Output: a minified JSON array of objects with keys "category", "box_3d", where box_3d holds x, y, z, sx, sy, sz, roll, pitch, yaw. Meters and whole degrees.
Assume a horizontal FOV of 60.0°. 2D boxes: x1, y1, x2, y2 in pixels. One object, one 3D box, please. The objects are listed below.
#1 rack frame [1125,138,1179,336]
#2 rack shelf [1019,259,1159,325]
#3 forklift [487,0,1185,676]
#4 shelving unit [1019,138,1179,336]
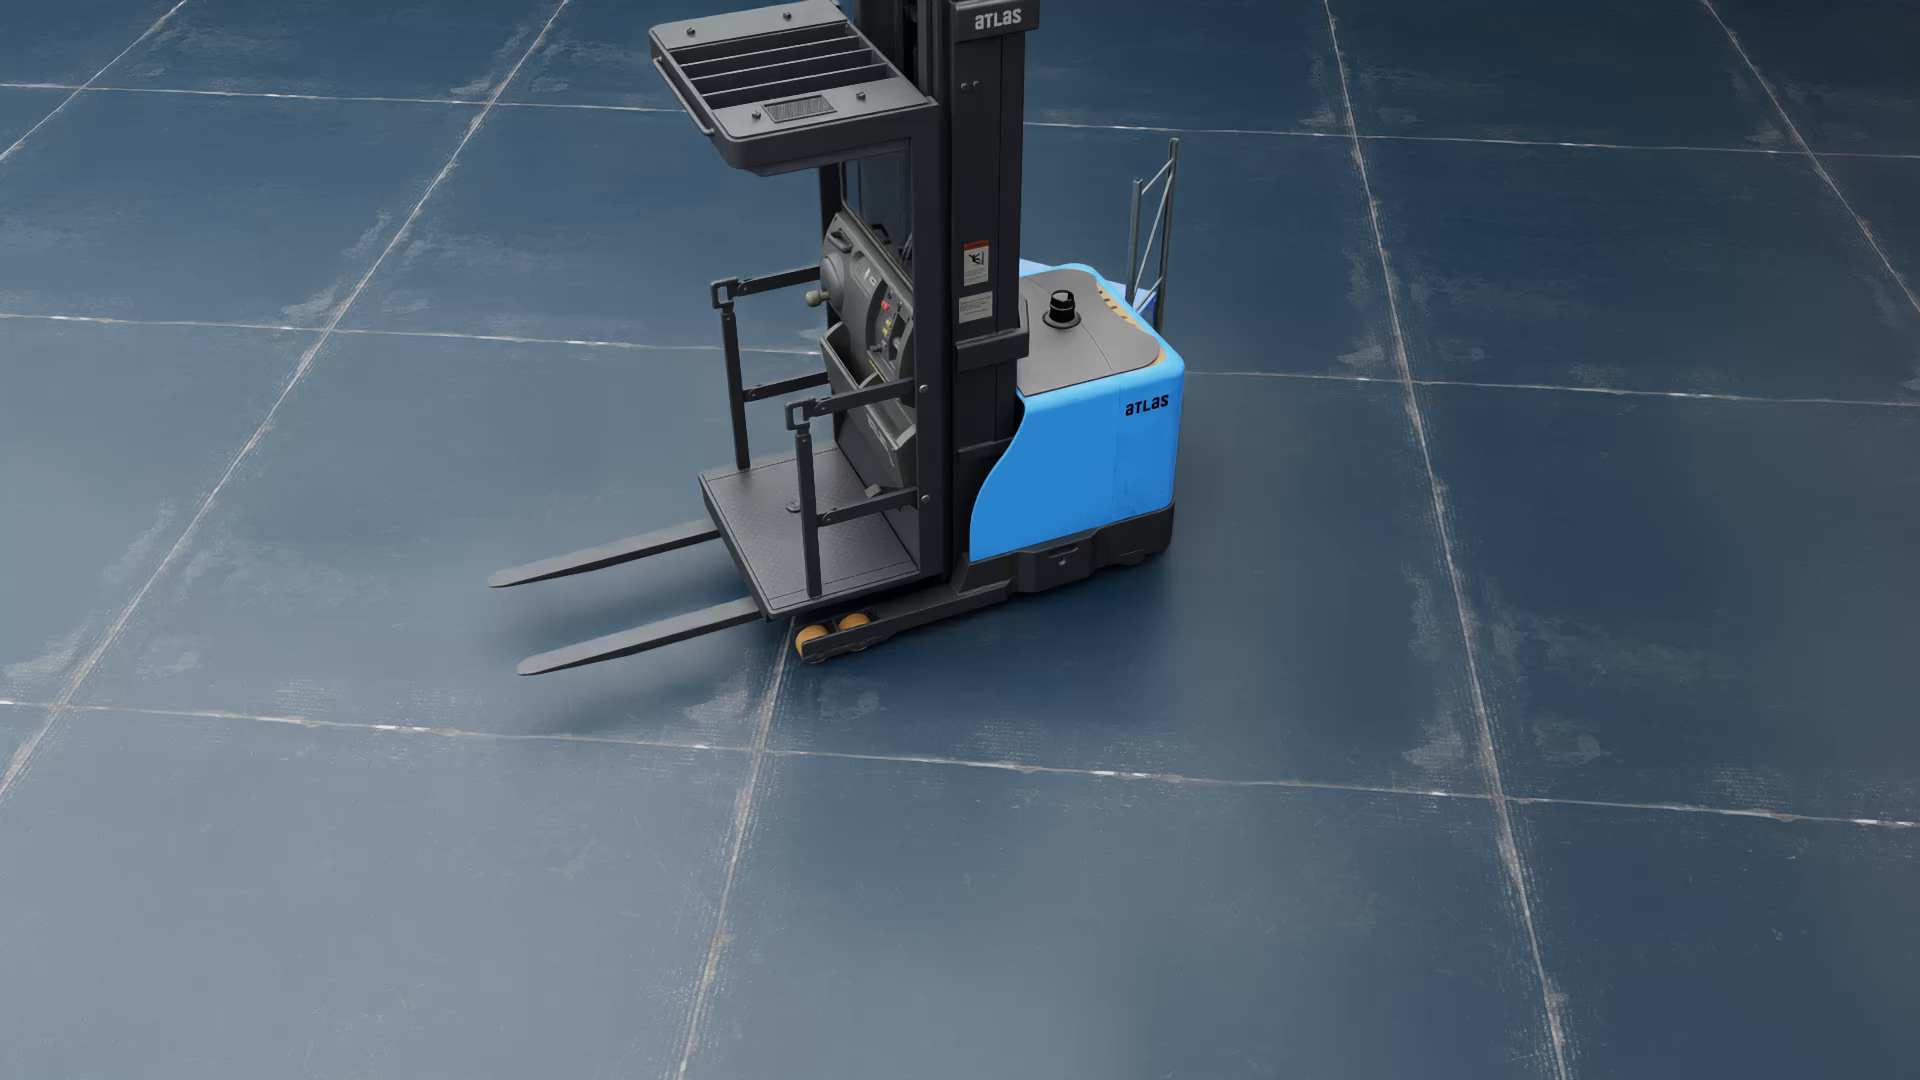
[{"category":"rack frame","box_3d":[0.912,-1.182,8.184,0.032,1.500,0.500,18,42,21]},{"category":"rack shelf","box_3d":[0.458,-1.187,8.476,1.000,0.185,0.538,18,42,21]},{"category":"forklift","box_3d":[-0.572,-0.980,6.802,3.031,2.935,1.130,-15,42,-18]},{"category":"shelving unit","box_3d":[0.458,-1.327,8.362,1.048,1.500,0.538,18,42,21]}]
